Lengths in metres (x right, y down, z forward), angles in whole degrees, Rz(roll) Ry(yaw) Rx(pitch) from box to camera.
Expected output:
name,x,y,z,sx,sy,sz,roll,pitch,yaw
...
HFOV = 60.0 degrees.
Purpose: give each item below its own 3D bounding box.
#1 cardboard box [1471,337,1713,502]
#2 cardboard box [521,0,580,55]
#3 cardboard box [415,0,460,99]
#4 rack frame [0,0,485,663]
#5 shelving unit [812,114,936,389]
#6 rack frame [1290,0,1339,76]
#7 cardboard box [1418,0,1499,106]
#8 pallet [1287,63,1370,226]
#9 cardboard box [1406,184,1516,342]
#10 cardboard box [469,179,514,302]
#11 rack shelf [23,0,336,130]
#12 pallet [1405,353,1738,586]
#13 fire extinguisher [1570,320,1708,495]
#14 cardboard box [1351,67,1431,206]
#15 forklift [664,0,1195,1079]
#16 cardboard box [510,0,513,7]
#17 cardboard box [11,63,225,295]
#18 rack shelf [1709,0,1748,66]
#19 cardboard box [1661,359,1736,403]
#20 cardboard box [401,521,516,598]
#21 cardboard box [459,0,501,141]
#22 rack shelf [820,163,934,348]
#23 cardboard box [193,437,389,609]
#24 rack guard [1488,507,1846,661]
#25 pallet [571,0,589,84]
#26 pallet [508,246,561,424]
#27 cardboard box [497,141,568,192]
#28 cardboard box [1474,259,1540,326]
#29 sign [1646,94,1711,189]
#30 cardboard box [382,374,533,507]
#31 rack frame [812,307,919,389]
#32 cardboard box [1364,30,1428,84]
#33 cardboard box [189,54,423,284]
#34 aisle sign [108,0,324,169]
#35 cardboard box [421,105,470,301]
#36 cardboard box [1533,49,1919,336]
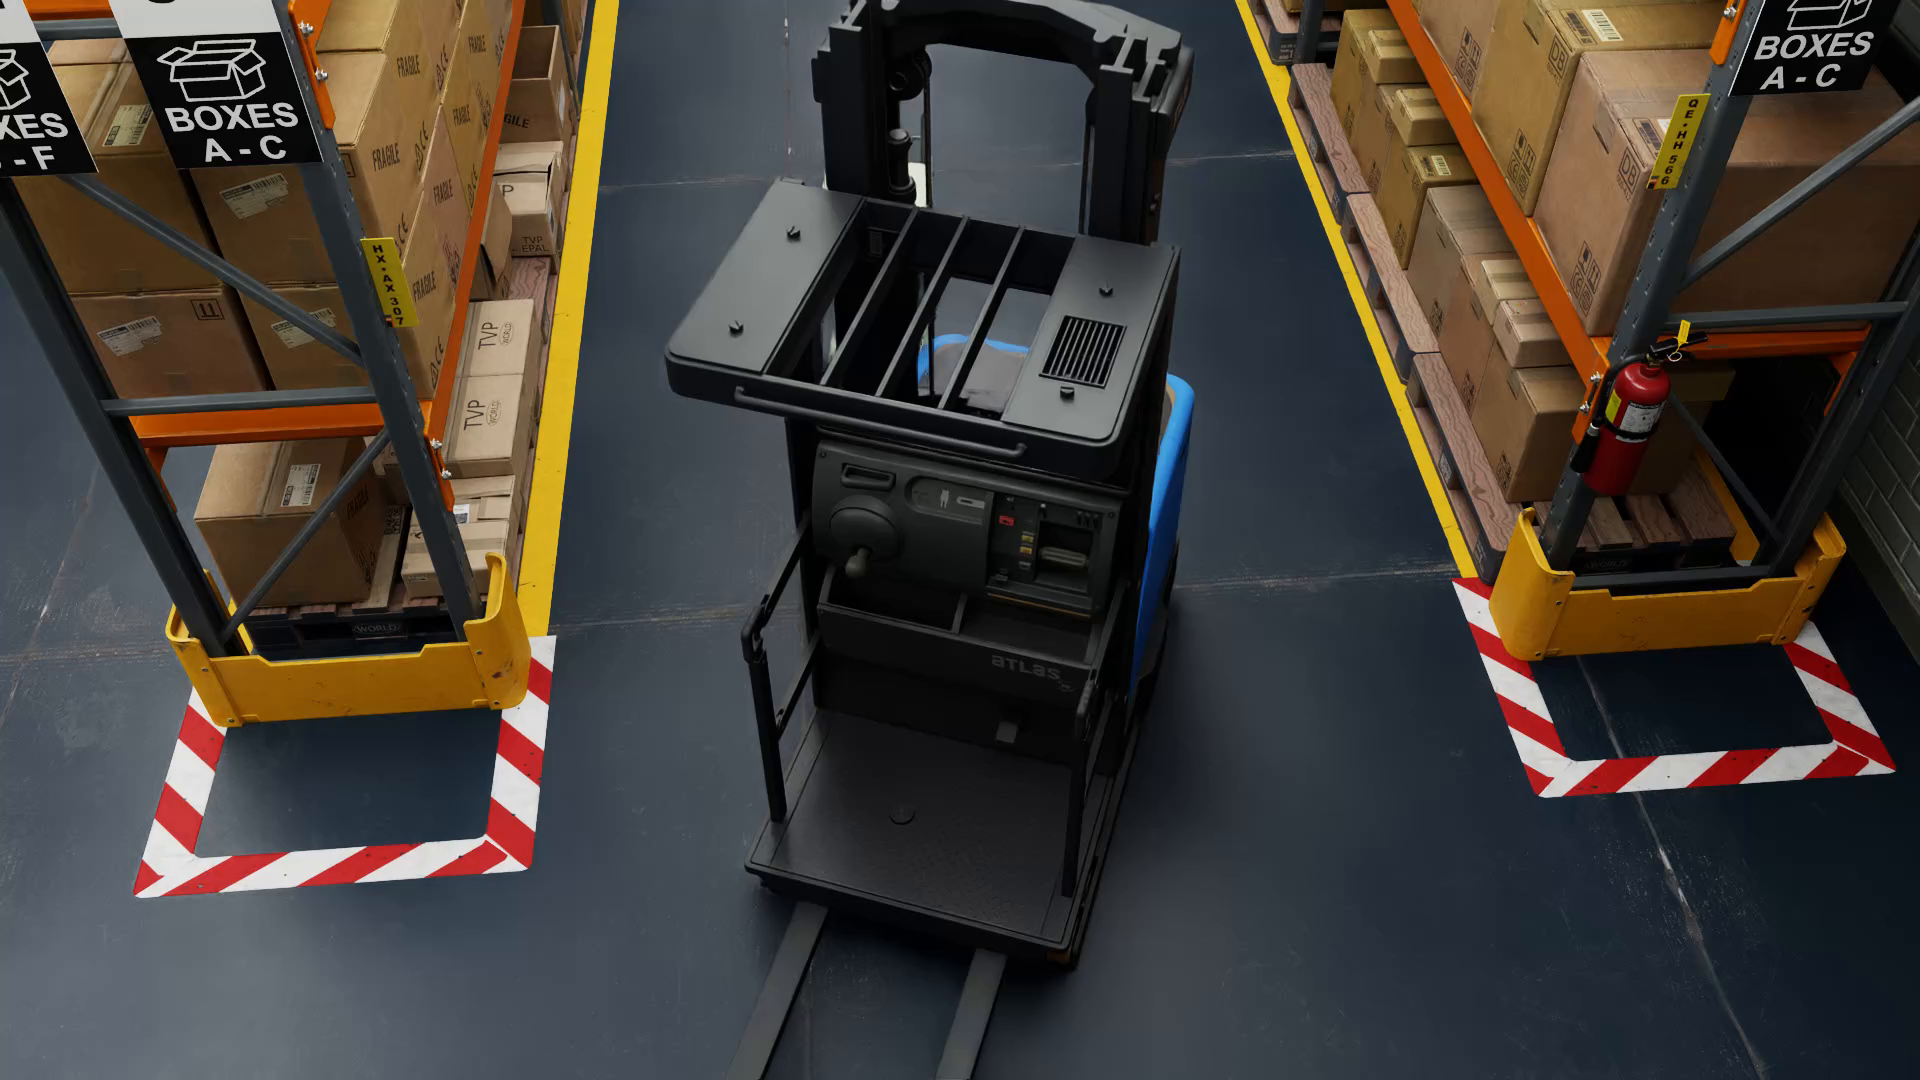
name,x,y,z,sx,sy,sz,roll,pitch,yaw
cardboard box,2.540,-0.521,6.746,0.700,0.500,0.500,-3,47,-3
cardboard box,-2.370,-2.982,9.064,0.500,0.500,0.500,-5,47,-5
cardboard box,-2.100,-1.887,5.850,0.500,0.500,0.500,-3,47,-3
rack frame,-2.237,-0.432,5.229,1.000,3.000,0.127,-3,47,-3
shelving unit,-0.336,-0.849,6.658,0.431,1.500,0.755,2,47,2
rack frame,2.364,-3.629,8.258,1.000,3.000,0.127,-3,47,-3
cardboard box,2.519,-2.285,6.778,0.980,0.700,0.700,-6,47,-5
pallet,2.349,-2.116,8.745,1.003,0.211,1.213,-3,47,-3
cardboard box,2.456,-1.247,7.434,0.700,0.500,0.500,-5,47,-5
cardboard box,-2.410,-1.260,7.430,0.797,0.503,0.637,-3,47,-3
rack shelf,-2.405,-2.663,5.772,1.077,0.370,4.000,-3,47,-3
pallet,2.554,-0.350,7.073,1.003,0.211,1.213,-3,47,-3
fire extinguisher,2.251,-0.443,5.551,0.296,0.674,0.183,-3,47,-3
cardboard box,2.363,-2.003,8.150,0.700,0.500,0.500,-4,47,-4
forklift,-0.052,0.074,4.797,1.130,2.935,3.031,12,48,11
cardboard box,-2.230,-2.641,7.253,0.500,0.500,0.500,-2,47,-2
cardboard box,-2.549,-1.115,5.119,0.500,0.500,0.500,-4,47,-4
rack shelf,2.531,-2.967,6.060,1.077,0.370,4.000,-3,47,-3
cardboard box,2.750,-0.665,6.436,0.380,0.149,0.250,-3,47,-3
cardboard box,-1.930,0.074,6.411,0.380,0.149,0.250,-3,47,-3
cardboard box,-2.140,-1.901,6.552,0.500,0.500,0.500,-3,47,-3
rack shelf,-0.336,-1.118,6.375,0.431,0.370,0.720,2,47,2
cardboard box,-2.528,-0.102,6.336,0.500,0.500,0.500,-3,47,-3
rack guard,2.701,0.141,6.408,1.175,0.500,0.348,-3,47,-3
pallet,-2.678,-2.953,9.538,1.003,0.211,1.213,-3,47,-3
pallet,-2.411,-0.985,7.674,1.003,0.211,1.213,-3,47,-3
cardboard box,-2.151,-1.834,8.218,0.380,0.149,0.250,-3,47,-3
cardboard box,2.326,-1.010,6.763,0.380,0.149,0.250,-2,47,-2
sign,2.157,-1.192,4.989,0.100,0.325,0.005,-3,47,-3
cardboard box,-2.042,-0.410,6.799,0.500,0.250,0.500,-3,47,-3
rack frame,-0.356,-0.584,6.407,0.400,1.500,0.023,2,47,2
cardboard box,2.171,-2.331,8.014,0.380,0.149,0.250,-2,47,-2
cardboard box,-2.012,-1.147,5.149,0.500,0.500,0.500,-2,47,-2
aisle sign,-1.939,-1.294,4.256,0.394,0.787,0.004,-3,47,-3
cardboard box,-2.060,-1.176,5.865,0.500,0.500,0.500,-4,47,-4
cardboard box,2.646,-1.207,5.757,0.980,0.700,0.700,-2,47,-1
